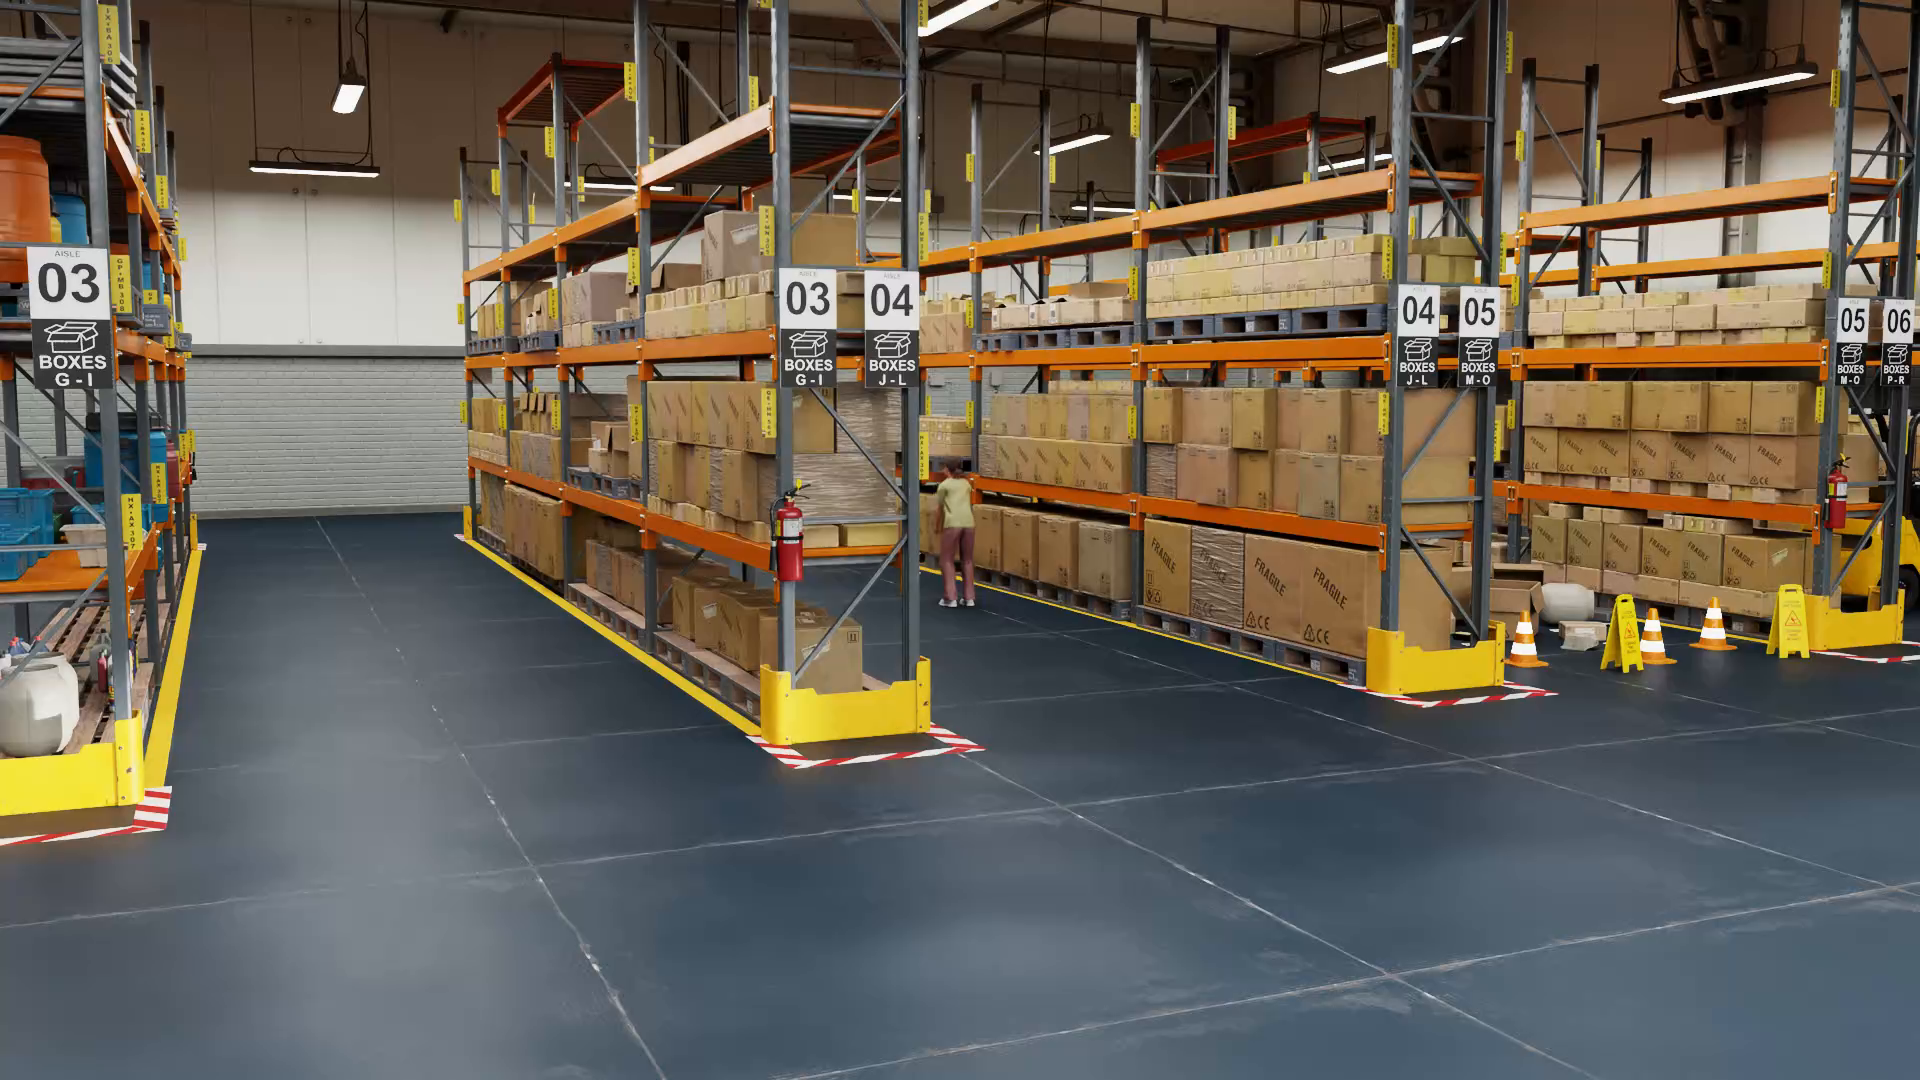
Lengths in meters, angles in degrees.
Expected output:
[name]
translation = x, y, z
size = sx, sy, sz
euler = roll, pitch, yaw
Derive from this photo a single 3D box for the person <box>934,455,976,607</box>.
[person]
translation = -0.069, -0.100, 18.206
size = 0.409, 1.644, 0.521
euler = -3, 6, -25
